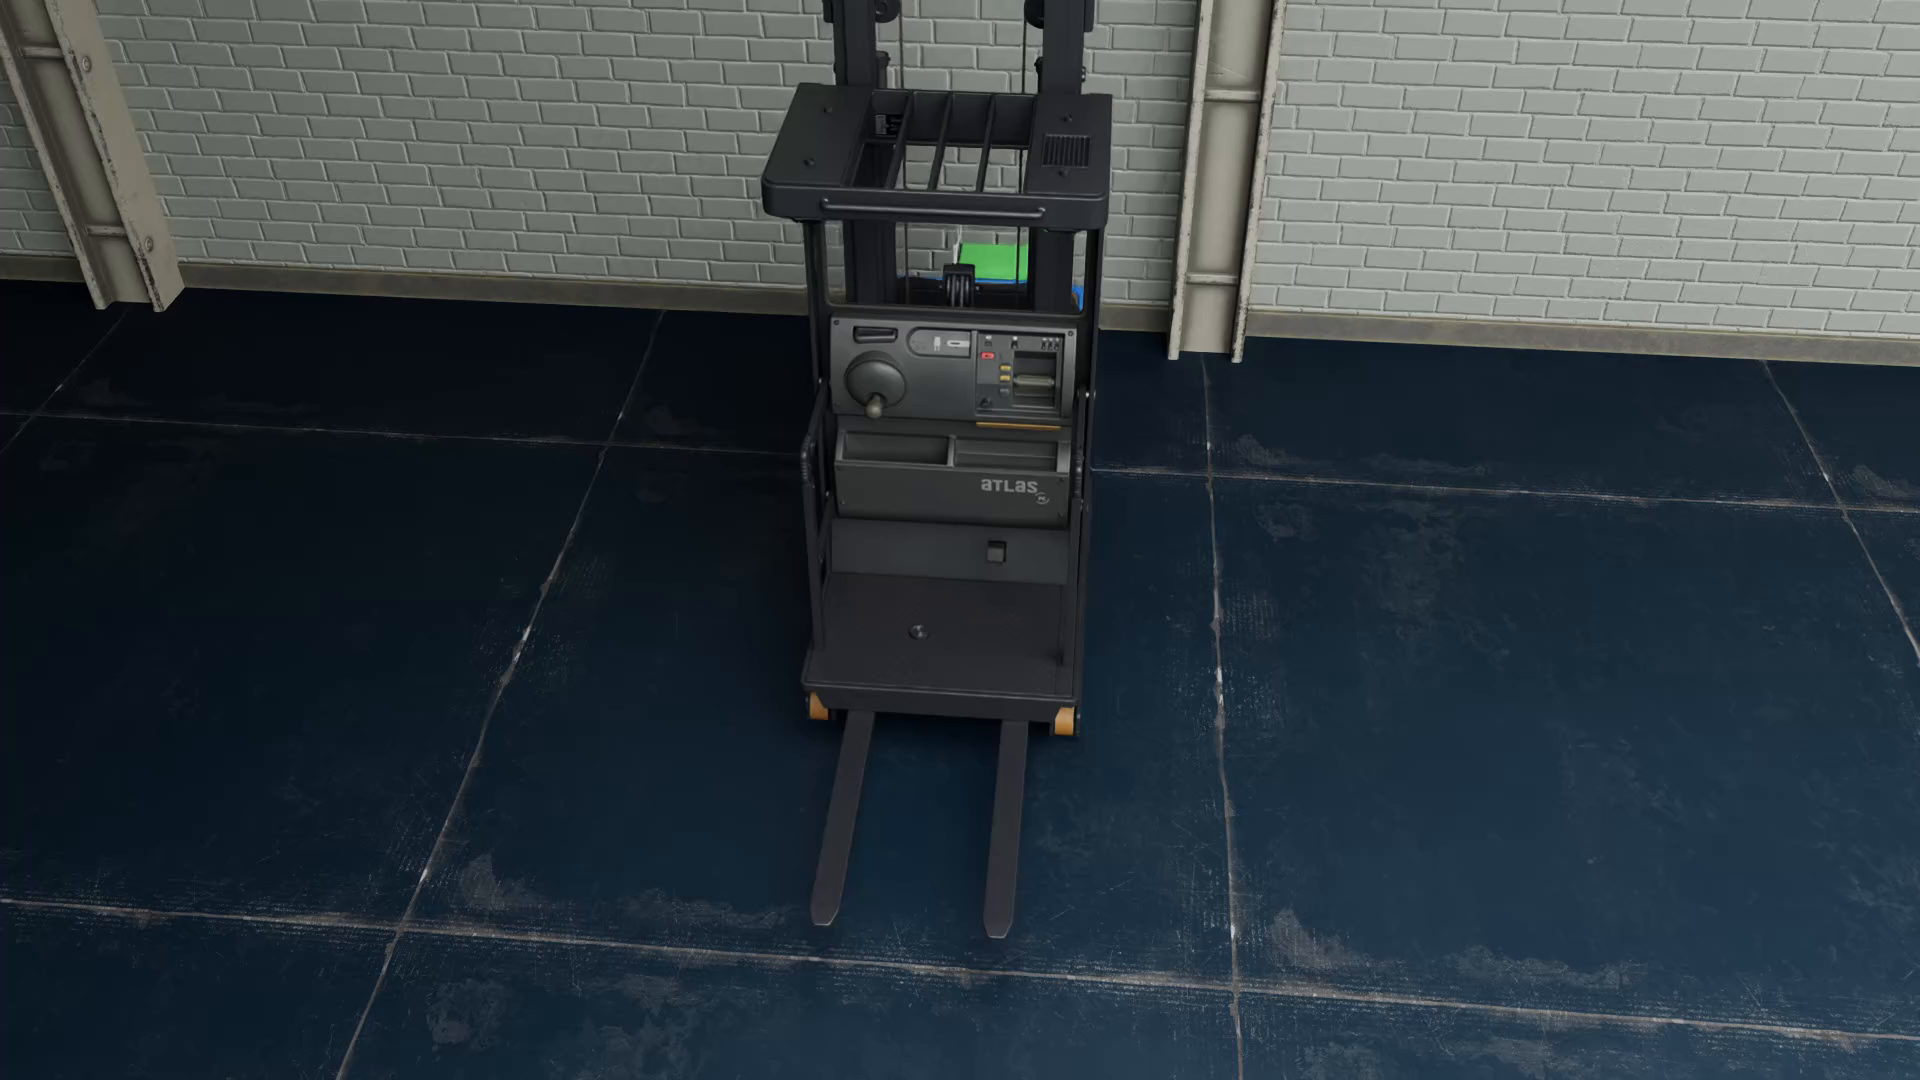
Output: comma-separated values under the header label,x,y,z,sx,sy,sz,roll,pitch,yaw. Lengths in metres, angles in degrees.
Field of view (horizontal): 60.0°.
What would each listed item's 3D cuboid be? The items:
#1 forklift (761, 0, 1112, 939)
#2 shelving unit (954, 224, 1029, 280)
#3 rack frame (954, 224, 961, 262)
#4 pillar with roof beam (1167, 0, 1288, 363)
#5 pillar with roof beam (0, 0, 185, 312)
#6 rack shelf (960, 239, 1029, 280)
label,x,y,z,sx,sy,sz,roll,pitch,yaw
forklift,-0.045,-0.565,6.123,1.130,2.935,3.031,3,39,4
shelving unit,0.232,-0.933,7.945,0.503,1.200,0.258,3,39,4
rack frame,-0.011,-0.947,7.962,0.015,1.200,0.240,3,39,4
pillar with roof beam,0.955,-1.841,2.884,0.400,9.000,9.100,3,39,4
pillar with roof beam,-5.023,-2.168,3.285,0.400,9.000,9.100,3,39,4
rack shelf,0.232,-1.256,7.683,0.480,0.148,0.258,3,39,4
